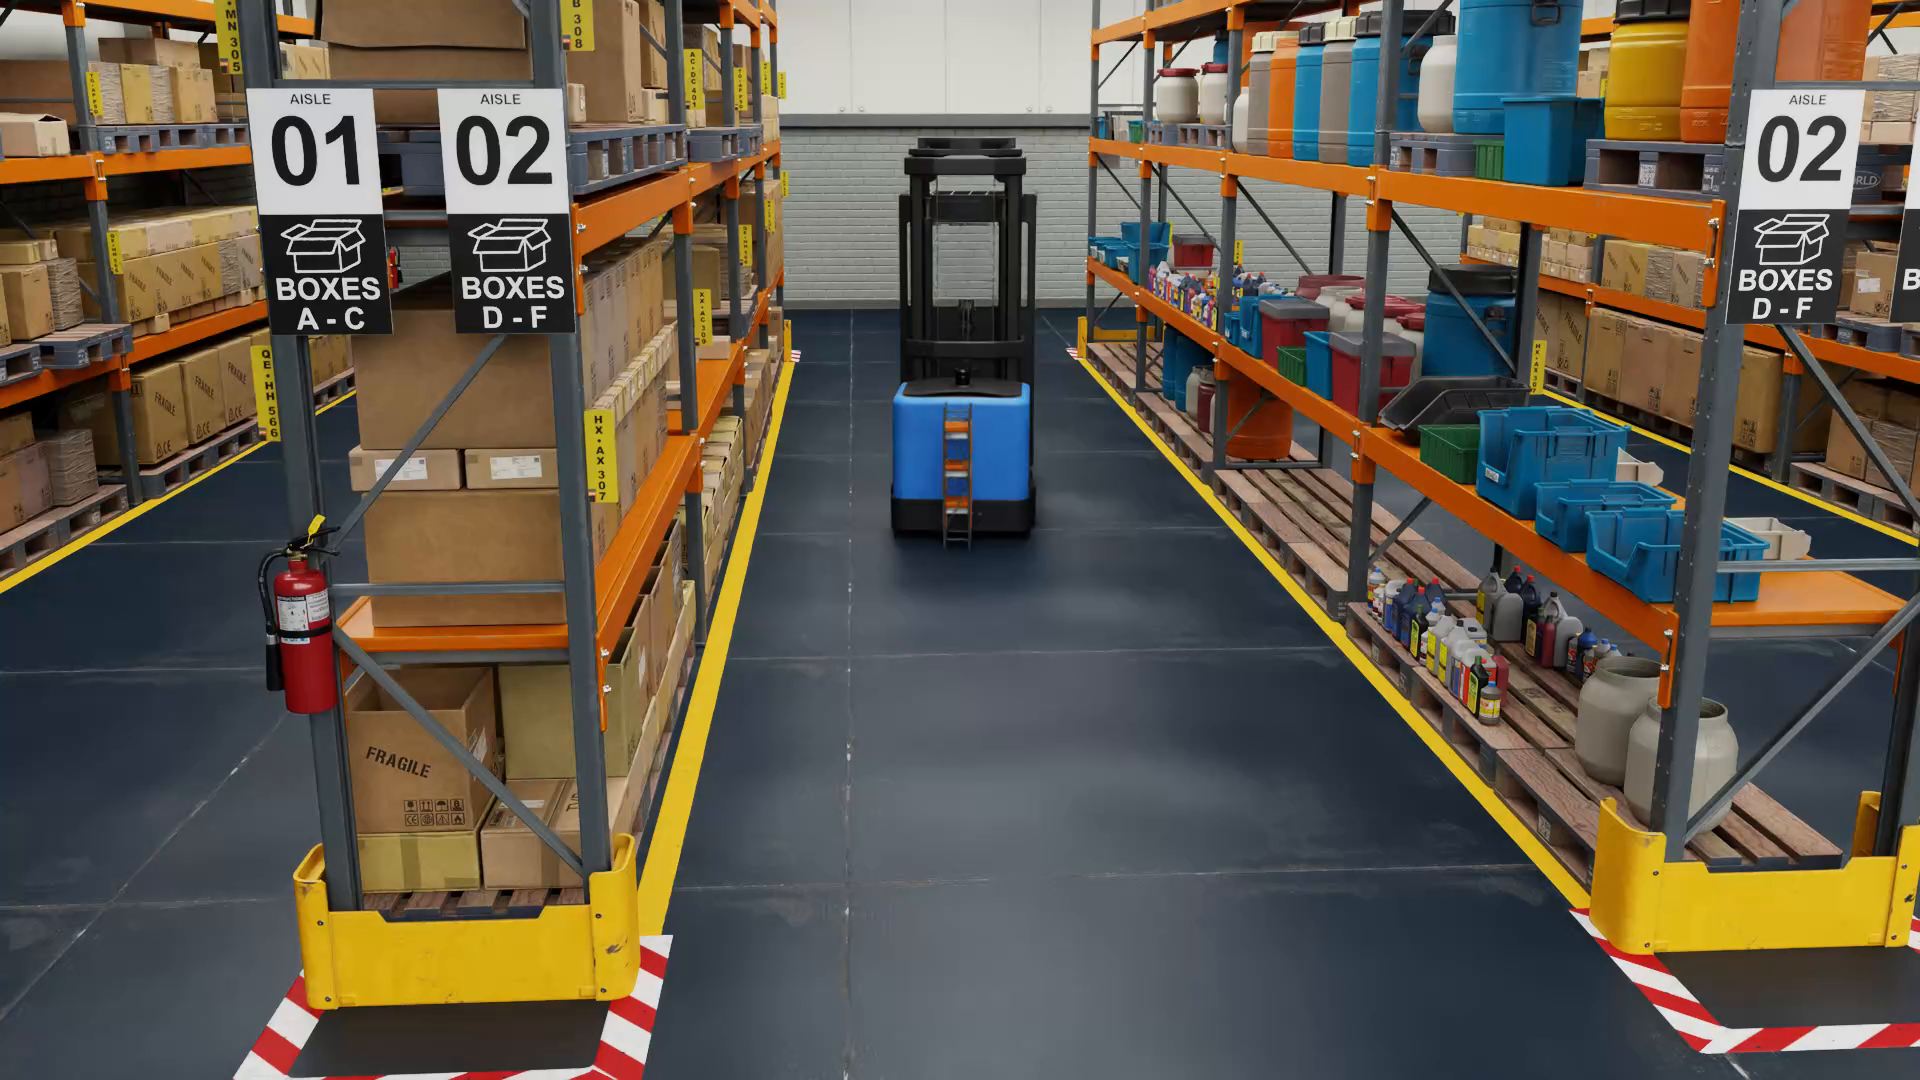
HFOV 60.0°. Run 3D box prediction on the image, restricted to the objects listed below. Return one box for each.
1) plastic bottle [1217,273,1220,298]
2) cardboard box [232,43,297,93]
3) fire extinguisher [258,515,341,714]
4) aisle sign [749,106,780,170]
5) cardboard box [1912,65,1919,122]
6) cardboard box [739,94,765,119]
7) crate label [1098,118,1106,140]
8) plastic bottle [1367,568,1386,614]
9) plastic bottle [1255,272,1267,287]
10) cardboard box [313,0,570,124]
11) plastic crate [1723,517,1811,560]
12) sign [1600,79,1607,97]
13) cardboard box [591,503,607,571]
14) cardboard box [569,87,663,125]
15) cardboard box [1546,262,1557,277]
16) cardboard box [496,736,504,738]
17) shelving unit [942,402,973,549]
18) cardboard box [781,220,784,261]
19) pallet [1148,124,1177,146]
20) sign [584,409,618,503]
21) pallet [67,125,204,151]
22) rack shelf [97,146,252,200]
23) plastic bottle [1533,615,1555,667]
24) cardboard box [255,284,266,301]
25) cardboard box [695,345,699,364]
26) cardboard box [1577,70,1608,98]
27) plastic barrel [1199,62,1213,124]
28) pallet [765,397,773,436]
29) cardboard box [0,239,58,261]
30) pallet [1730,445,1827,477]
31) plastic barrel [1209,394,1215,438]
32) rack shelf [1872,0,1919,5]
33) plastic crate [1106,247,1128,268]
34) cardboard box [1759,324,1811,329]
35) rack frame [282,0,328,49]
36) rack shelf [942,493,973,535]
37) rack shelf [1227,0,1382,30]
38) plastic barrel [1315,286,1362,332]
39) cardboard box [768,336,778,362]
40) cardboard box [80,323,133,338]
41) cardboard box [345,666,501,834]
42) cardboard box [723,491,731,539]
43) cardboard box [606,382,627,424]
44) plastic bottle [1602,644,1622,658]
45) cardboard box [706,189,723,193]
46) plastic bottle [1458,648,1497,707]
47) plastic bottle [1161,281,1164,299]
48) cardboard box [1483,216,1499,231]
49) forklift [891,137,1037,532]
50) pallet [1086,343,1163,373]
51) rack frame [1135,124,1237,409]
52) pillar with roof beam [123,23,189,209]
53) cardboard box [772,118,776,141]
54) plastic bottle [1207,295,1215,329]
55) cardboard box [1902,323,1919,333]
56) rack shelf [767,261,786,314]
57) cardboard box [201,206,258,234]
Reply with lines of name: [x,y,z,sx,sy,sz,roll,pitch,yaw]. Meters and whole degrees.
plastic bottle: [2.661,-2.588,16.663,0.144,0.351,0.185,-1,14,-3]
cardboard box: [-7.243,-4.907,17.312,0.500,0.500,0.500,-1,14,-4]
fire extinguisher: [-2.247,0.251,5.688,0.296,0.674,0.183,-1,14,-3]
aisle sign: [-2.481,-5.083,21.047,0.394,0.787,0.004,-1,14,-3]
cardboard box: [7.439,-3.336,12.250,0.500,0.500,0.500,-1,14,-5]
cardboard box: [-2.317,-4.555,17.487,0.500,0.250,0.500,-1,14,-3]
crate label: [1.896,-5.024,20.313,0.408,0.251,0.502,-1,14,-3]
plastic bottle: [2.487,0.300,9.931,0.097,0.271,0.097,0,14,0]
plastic bottle: [2.861,-2.362,15.786,0.144,0.351,0.185,-1,14,-3]
cardboard box: [-1.823,-1.740,5.920,0.797,0.503,0.637,0,14,0]
plastic crate: [3.419,0.001,7.031,0.298,0.136,0.250,-1,14,-3]
sign: [6.799,-4.692,17.528,0.100,0.325,0.005,-1,14,-3]
cardboard box: [-1.845,-0.119,6.767,0.700,0.500,0.500,-1,14,-2]
cardboard box: [-2.068,-2.555,9.876,0.500,0.250,0.500,1,14,2]
cardboard box: [6.959,-3.101,19.062,0.380,0.149,0.250,-1,14,-2]
cardboard box: [-2.195,0.927,7.577,0.500,0.250,0.500,-1,14,-3]
shelving unit: [-0.018,-0.473,12.259,0.215,1.050,0.252,1,14,3]
cardboard box: [-2.483,-3.744,20.857,0.500,0.500,0.500,0,14,-2]
pallet: [2.555,-4.051,16.611,1.213,0.211,1.003,-1,14,-3]
sign: [-1.237,-0.288,5.730,0.100,0.325,0.005,-1,14,-3]
pallet: [-7.396,-3.534,14.602,1.003,0.211,1.213,0,14,-1]
rack shelf: [-7.355,-3.337,14.902,1.077,0.370,4.000,-1,14,-3]
plastic bottle: [3.164,0.535,8.997,0.061,0.283,0.133,-1,14,-3]
cardboard box: [-7.136,-2.476,16.595,0.380,0.149,0.250,-1,14,-2]
cardboard box: [-2.152,-1.375,12.355,0.380,0.149,0.250,0,14,1]
cardboard box: [7.244,-4.907,18.312,0.700,0.500,0.500,-2,15,-7]
plastic barrel: [2.669,-4.407,16.394,0.600,0.588,0.600,0,14,0]
pallet: [-2.447,-1.256,16.983,1.003,0.211,1.213,-1,14,-3]
cardboard box: [-7.179,-2.226,12.773,0.380,0.149,0.250,-3,15,-11]
pallet: [7.627,-0.812,15.258,1.003,0.211,1.213,-1,14,-3]
plastic barrel: [2.486,-1.148,15.117,0.421,0.512,0.421,0,14,0]
rack shelf: [7.725,-3.831,11.603,1.077,0.370,4.000,-1,14,-3]
plastic crate: [1.948,-3.358,19.772,0.416,0.233,0.300,-1,14,-3]
cardboard box: [7.323,-2.132,14.594,0.500,0.500,0.500,0,14,-2]
rack frame: [-7.726,-6.631,20.238,1.000,3.000,0.127,-1,14,-3]
rack shelf: [-0.018,-0.194,12.331,0.215,0.259,0.240,1,14,3]
rack shelf: [2.781,-3.755,11.306,1.077,0.370,4.000,-1,14,-3]
plastic barrel: [2.934,-1.690,12.852,0.421,0.512,0.421,0,14,0]
cardboard box: [-2.474,-2.316,20.143,0.500,0.250,0.500,-1,14,-3]
cardboard box: [-7.020,-1.709,13.613,0.380,0.149,0.250,-1,14,-4]
cardboard box: [-2.121,0.813,6.518,0.500,0.500,0.500,-1,14,-3]
cardboard box: [-1.912,-0.177,11.868,0.500,0.250,0.500,-1,14,-2]
cardboard box: [-1.682,-0.607,7.364,0.380,0.149,0.250,-1,14,-4]
plastic bottle: [3.330,0.668,8.502,0.097,0.271,0.097,0,14,0]
cardboard box: [-2.859,-3.590,18.251,0.500,0.500,0.500,-1,14,-5]
plastic bottle: [2.613,0.694,8.393,0.152,0.276,0.135,-1,14,-3]
plastic bottle: [2.066,-2.522,16.706,0.097,0.201,0.097,0,14,0]
cardboard box: [6.896,-4.141,20.802,0.500,0.500,0.500,-1,14,-5]
forklift: [0.072,-1.794,13.618,1.130,2.935,3.031,1,14,3]
pallet: [2.174,-2.322,21.128,1.003,0.211,1.213,-1,14,-3]
rack frame: [2.409,-2.883,17.713,1.000,3.000,0.127,-1,14,-3]
pillar with roof beam: [-4.089,-5.863,17.254,9.100,9.000,0.400,-1,14,-3]
cardboard box: [-2.423,-4.810,19.484,0.500,0.250,0.500,-1,14,-3]
plastic bottle: [2.192,-1.984,14.450,0.061,0.283,0.133,-1,14,-3]
cardboard box: [7.475,-1.675,12.477,0.500,0.250,0.500,-1,14,-5]
rack shelf: [-2.659,-2.957,19.443,1.077,0.370,4.000,-1,14,-3]
cardboard box: [-7.194,-3.184,16.537,0.500,0.250,0.500,-1,14,-2]
